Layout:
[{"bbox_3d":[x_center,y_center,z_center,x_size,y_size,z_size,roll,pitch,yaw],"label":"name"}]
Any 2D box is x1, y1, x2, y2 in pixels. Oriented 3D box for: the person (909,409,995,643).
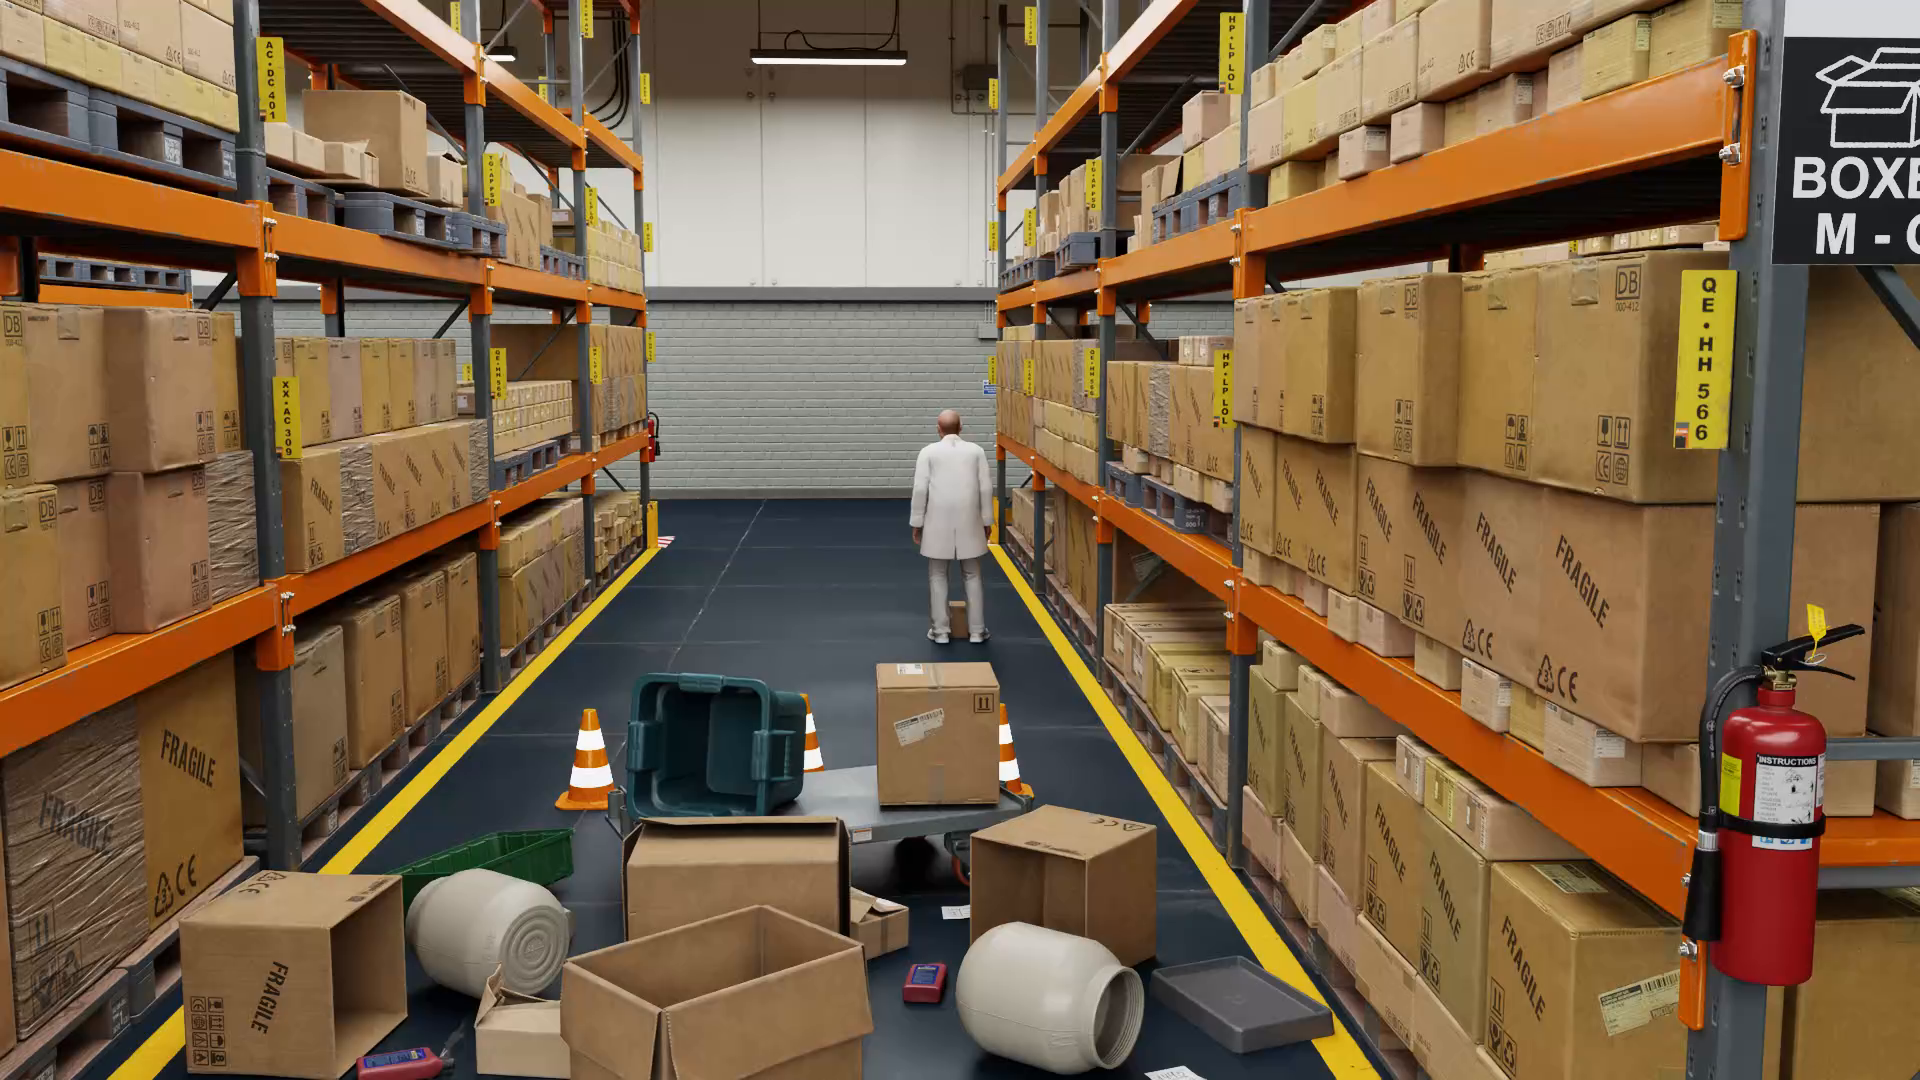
[{"bbox_3d":[-0.059,-0.105,12.695,0.655,1.775,0.419,-1,7,-7],"label":"person"}]
